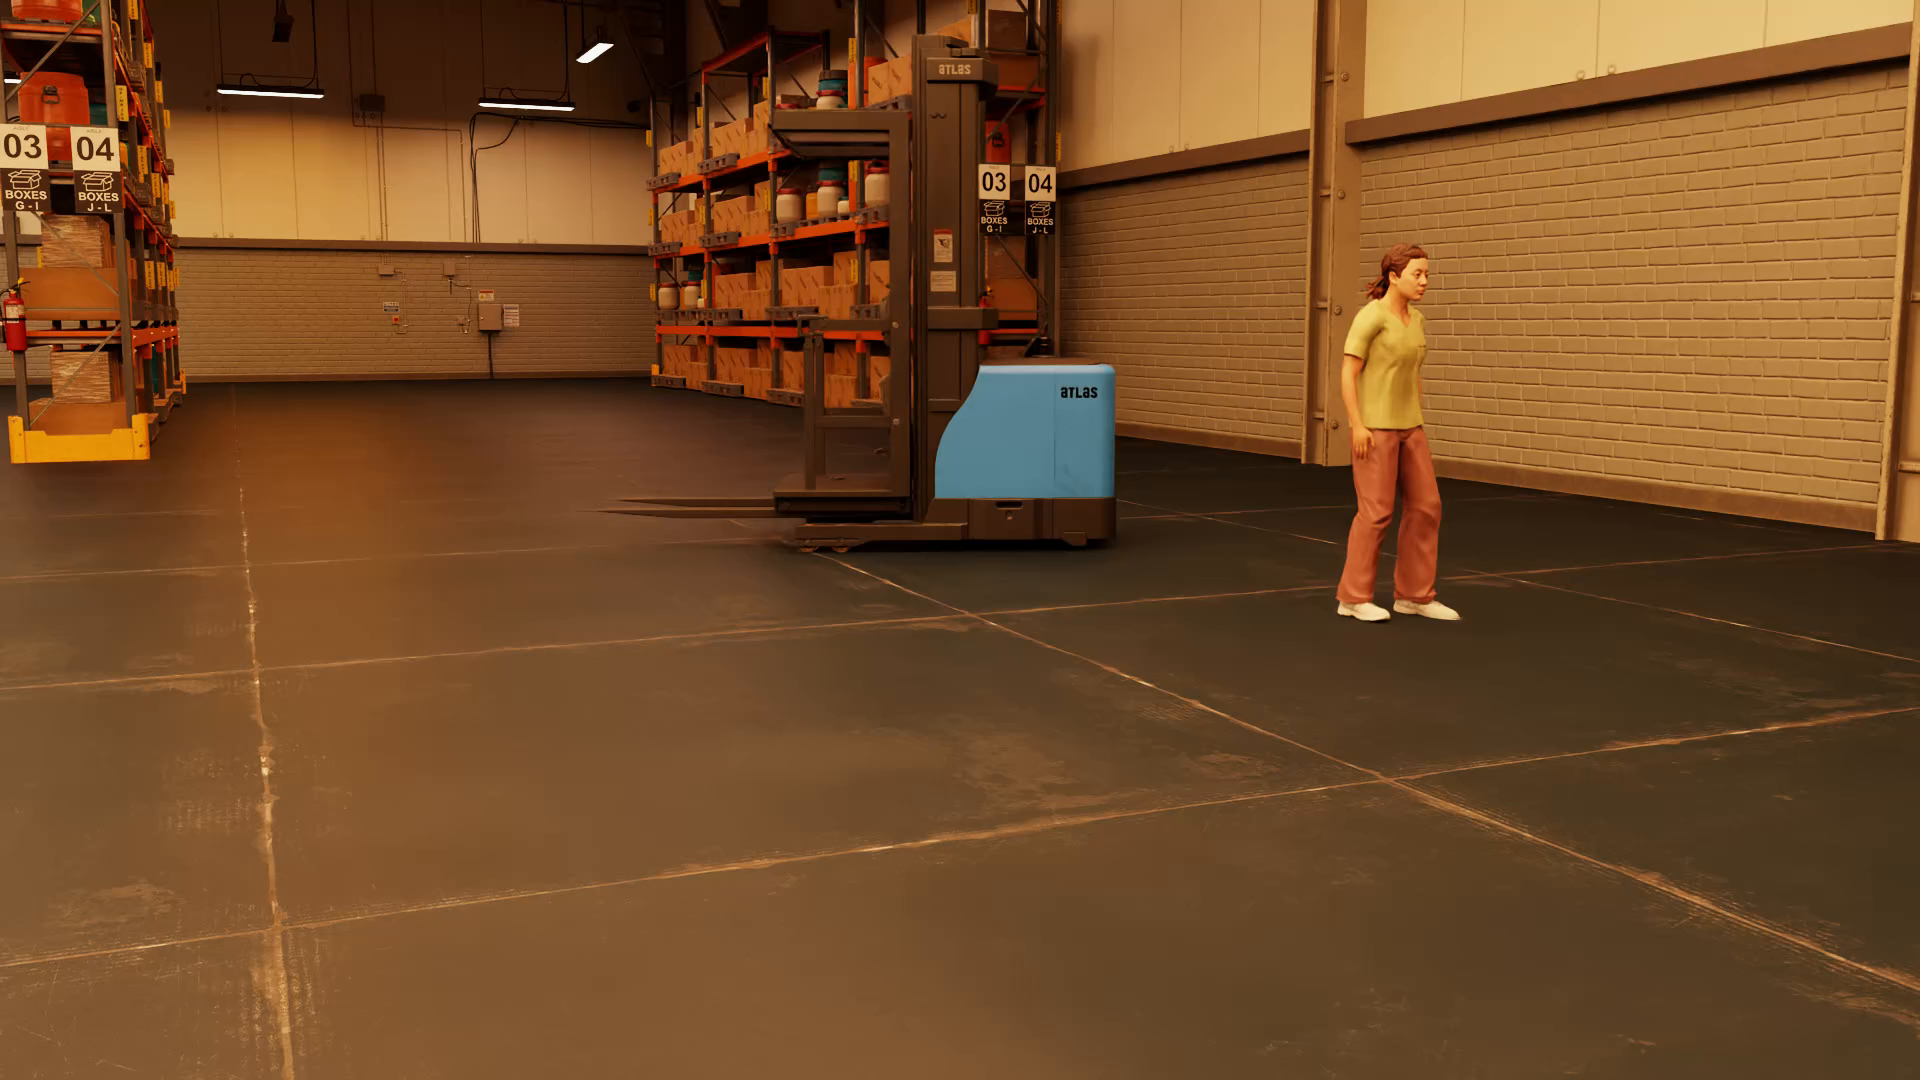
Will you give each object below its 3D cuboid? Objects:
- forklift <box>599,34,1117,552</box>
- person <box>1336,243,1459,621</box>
[{"bbox_3d":[-0.610,-1.451,9.948,3.031,2.935,1.130,0,8,-1],"label":"forklift"},{"bbox_3d":[1.947,-0.468,7.392,0.525,1.684,0.412,-5,9,-34],"label":"person"}]
